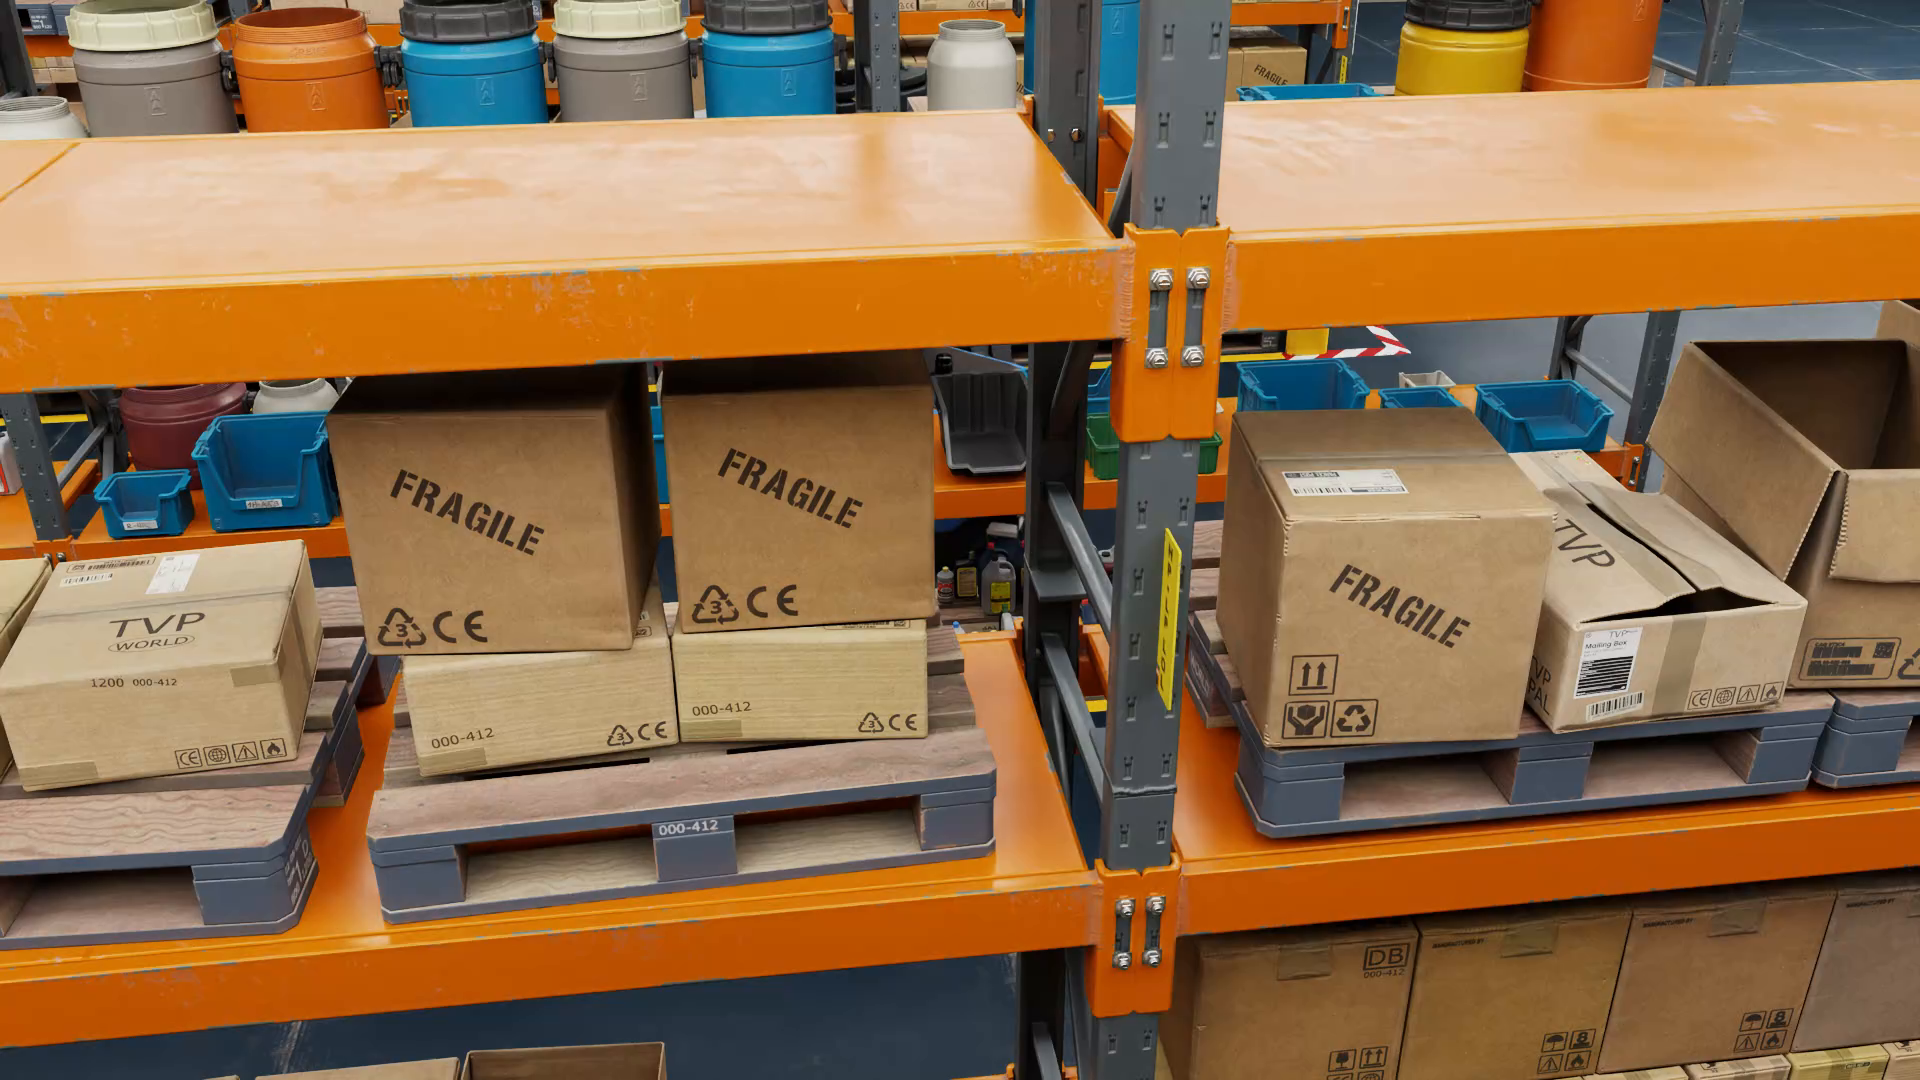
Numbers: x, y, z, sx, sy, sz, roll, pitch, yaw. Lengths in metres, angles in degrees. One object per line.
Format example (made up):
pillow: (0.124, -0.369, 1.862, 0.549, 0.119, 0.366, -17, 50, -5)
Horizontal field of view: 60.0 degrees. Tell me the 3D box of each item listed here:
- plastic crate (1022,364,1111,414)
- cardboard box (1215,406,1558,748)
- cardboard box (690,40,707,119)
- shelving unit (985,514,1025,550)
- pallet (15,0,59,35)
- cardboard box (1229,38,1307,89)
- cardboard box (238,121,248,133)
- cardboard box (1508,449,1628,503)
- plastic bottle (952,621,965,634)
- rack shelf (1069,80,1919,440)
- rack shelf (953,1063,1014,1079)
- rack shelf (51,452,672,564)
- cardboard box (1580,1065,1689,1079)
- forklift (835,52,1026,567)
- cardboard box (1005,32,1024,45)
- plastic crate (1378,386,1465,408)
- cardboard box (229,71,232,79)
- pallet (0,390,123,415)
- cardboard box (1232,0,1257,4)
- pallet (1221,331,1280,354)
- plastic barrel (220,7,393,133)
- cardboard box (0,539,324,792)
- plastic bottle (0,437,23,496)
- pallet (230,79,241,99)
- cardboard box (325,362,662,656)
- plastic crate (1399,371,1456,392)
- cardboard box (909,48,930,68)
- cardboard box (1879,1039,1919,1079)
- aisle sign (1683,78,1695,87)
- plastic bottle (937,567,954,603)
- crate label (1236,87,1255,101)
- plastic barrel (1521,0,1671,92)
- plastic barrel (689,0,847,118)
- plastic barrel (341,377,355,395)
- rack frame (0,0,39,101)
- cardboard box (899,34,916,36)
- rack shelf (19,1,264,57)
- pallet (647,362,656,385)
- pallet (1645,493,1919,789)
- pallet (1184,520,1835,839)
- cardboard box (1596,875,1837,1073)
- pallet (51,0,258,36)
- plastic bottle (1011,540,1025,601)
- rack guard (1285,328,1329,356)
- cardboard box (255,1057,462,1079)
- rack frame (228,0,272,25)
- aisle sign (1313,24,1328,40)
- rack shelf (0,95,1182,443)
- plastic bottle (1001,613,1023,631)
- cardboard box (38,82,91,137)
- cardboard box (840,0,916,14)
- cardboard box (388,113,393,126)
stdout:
plastic crate: (0.660, -0.763, 9.114, 0.616, 0.251, 0.499, -4, 27, -7)
cardboard box: (0.824, 0.062, 3.334, 0.500, 0.500, 0.500, -1, 27, -3)
cardboard box: (-1.895, -3.342, 12.860, 1.000, 1.000, 1.000, -3, 27, -7)
shelving unit: (0.291, -0.266, 10.283, 0.210, 0.900, 0.258, 7, 28, 14)
pallet: (-6.787, -3.734, 11.662, 1.213, 0.211, 1.003, -2, 27, -5)
cardboard box: (2.362, -3.604, 12.958, 0.500, 0.500, 0.500, -4, 27, -7)
cardboard box: (-7.285, -4.053, 16.821, 0.500, 0.250, 0.500, -3, 27, -6)
cardboard box: (1.444, -0.069, 3.974, 0.250, 0.149, 0.380, -4, 27, -7)
plastic bottle: (-0.022, 0.560, 8.879, 0.097, 0.271, 0.097, 0, 27, 0)
rack shelf: (2.268, -0.695, 3.473, 4.000, 0.370, 1.077, -4, 27, -7)
rack shelf: (-1.693, 2.051, 4.256, 4.000, 0.370, 1.077, -4, 27, -7)
rack shelf: (-2.379, -0.189, 8.620, 4.000, 0.370, 1.077, -4, 27, -7)
cardboard box: (1.593, 1.275, 4.159, 0.250, 0.149, 0.380, -5, 28, -9)
forklift: (-0.985, -1.663, 10.781, 3.031, 2.935, 1.130, 19, 33, 33)
cardboard box: (0.309, -3.714, 13.171, 0.500, 0.500, 0.500, -4, 27, -7)
plastic crate: (2.465, -0.618, 8.832, 0.408, 0.251, 0.499, -4, 27, -7)
cardboard box: (-7.079, -4.642, 16.326, 0.250, 0.149, 0.380, -5, 28, -9)
pallet: (-7.046, -1.288, 13.029, 1.213, 0.211, 1.003, -4, 27, -7)
cardboard box: (1.936, -4.219, 12.565, 0.500, 0.250, 0.500, -4, 27, -7)
pallet: (1.988, -1.848, 14.121, 1.213, 0.211, 1.003, -4, 27, -7)
plastic barrel: (-2.868, -1.903, 7.417, 0.708, 0.830, 0.600, -4, 27, -7)
cardboard box: (-1.614, 0.243, 3.410, 0.500, 0.250, 0.500, -6, 28, -11)
plastic bottle: (-4.812, -0.376, 8.333, 0.135, 0.276, 0.152, -4, 27, -7)
pallet: (-7.595, -4.640, 16.716, 1.213, 0.211, 1.003, -4, 27, -7)
cardboard box: (-0.889, -0.117, 3.289, 0.500, 0.500, 0.500, -1, 27, -2)
plastic crate: (2.632, -0.862, 9.432, 0.250, 0.136, 0.298, -4, 27, -7)
cardboard box: (-0.113, -3.443, 12.644, 0.500, 0.500, 0.500, -4, 27, -7)
cardboard box: (2.361, 1.226, 4.255, 0.250, 0.149, 0.380, -4, 27, -8)
aisle sign: (3.675, -1.917, 8.353, 0.004, 0.787, 0.394, -4, 27, -7)
plastic bottle: (-0.083, 0.249, 9.562, 0.097, 0.201, 0.097, 0, 27, 0)
crate label: (1.663, -2.189, 8.608, 0.408, 0.251, 0.502, -4, 27, -7)
plastic barrel: (3.099, -2.515, 8.149, 0.708, 0.830, 0.600, -4, 27, -7)
plastic barrel: (-0.872, -2.063, 7.650, 0.708, 0.901, 0.600, -4, 27, -7)
plastic barrel: (-2.953, -0.620, 8.550, 0.421, 0.512, 0.421, 0, 27, 0)
rack frame: (-4.359, -3.051, 6.838, 0.127, 3.000, 1.000, -4, 27, -7)
cardboard box: (-0.774, -5.265, 17.560, 0.550, 0.550, 0.875, -4, 27, -7)
rack shelf: (-7.030, -3.508, 11.803, 4.000, 0.370, 1.077, -4, 27, -7)
pallet: (-3.070, -1.505, 13.452, 1.213, 0.211, 1.003, -4, 27, -7)
pallet: (2.334, 0.166, 3.952, 1.213, 0.211, 1.003, -4, 27, -7)
pallet: (1.129, 0.242, 3.803, 1.213, 0.211, 1.003, -4, 27, -7)
cardboard box: (1.723, 0.886, 4.206, 0.500, 0.500, 0.700, -4, 27, -7)
pallet: (-5.680, -3.806, 11.803, 1.003, 0.211, 1.213, -2, 27, -5)
plastic bottle: (0.389, 0.163, 9.566, 0.185, 0.351, 0.144, -5, 28, -10)
rack guard: (2.797, -2.013, 14.125, 0.348, 0.500, 1.175, -4, 27, -7)
cardboard box: (-1.492, 1.666, 4.108, 0.500, 0.500, 0.500, -4, 27, -7)
rack frame: (-5.049, -2.621, 12.572, 0.127, 3.000, 1.000, -4, 27, -7)
aisle sign: (2.892, -4.426, 13.242, 0.004, 0.787, 0.394, -4, 27, -7)
rack shelf: (-1.693, -0.440, 2.977, 4.000, 0.370, 1.077, -4, 27, -7)
plastic bottle: (0.295, 0.525, 8.943, 0.135, 0.276, 0.152, -3, 27, -5)
cardboard box: (-6.421, -3.032, 12.165, 0.637, 0.503, 0.797, -3, 27, -6)
cardboard box: (-0.607, -4.056, 12.247, 0.500, 0.250, 0.500, -5, 28, -9)
cardboard box: (-4.520, -2.904, 12.555, 0.500, 0.500, 0.500, -7, 28, -13)
